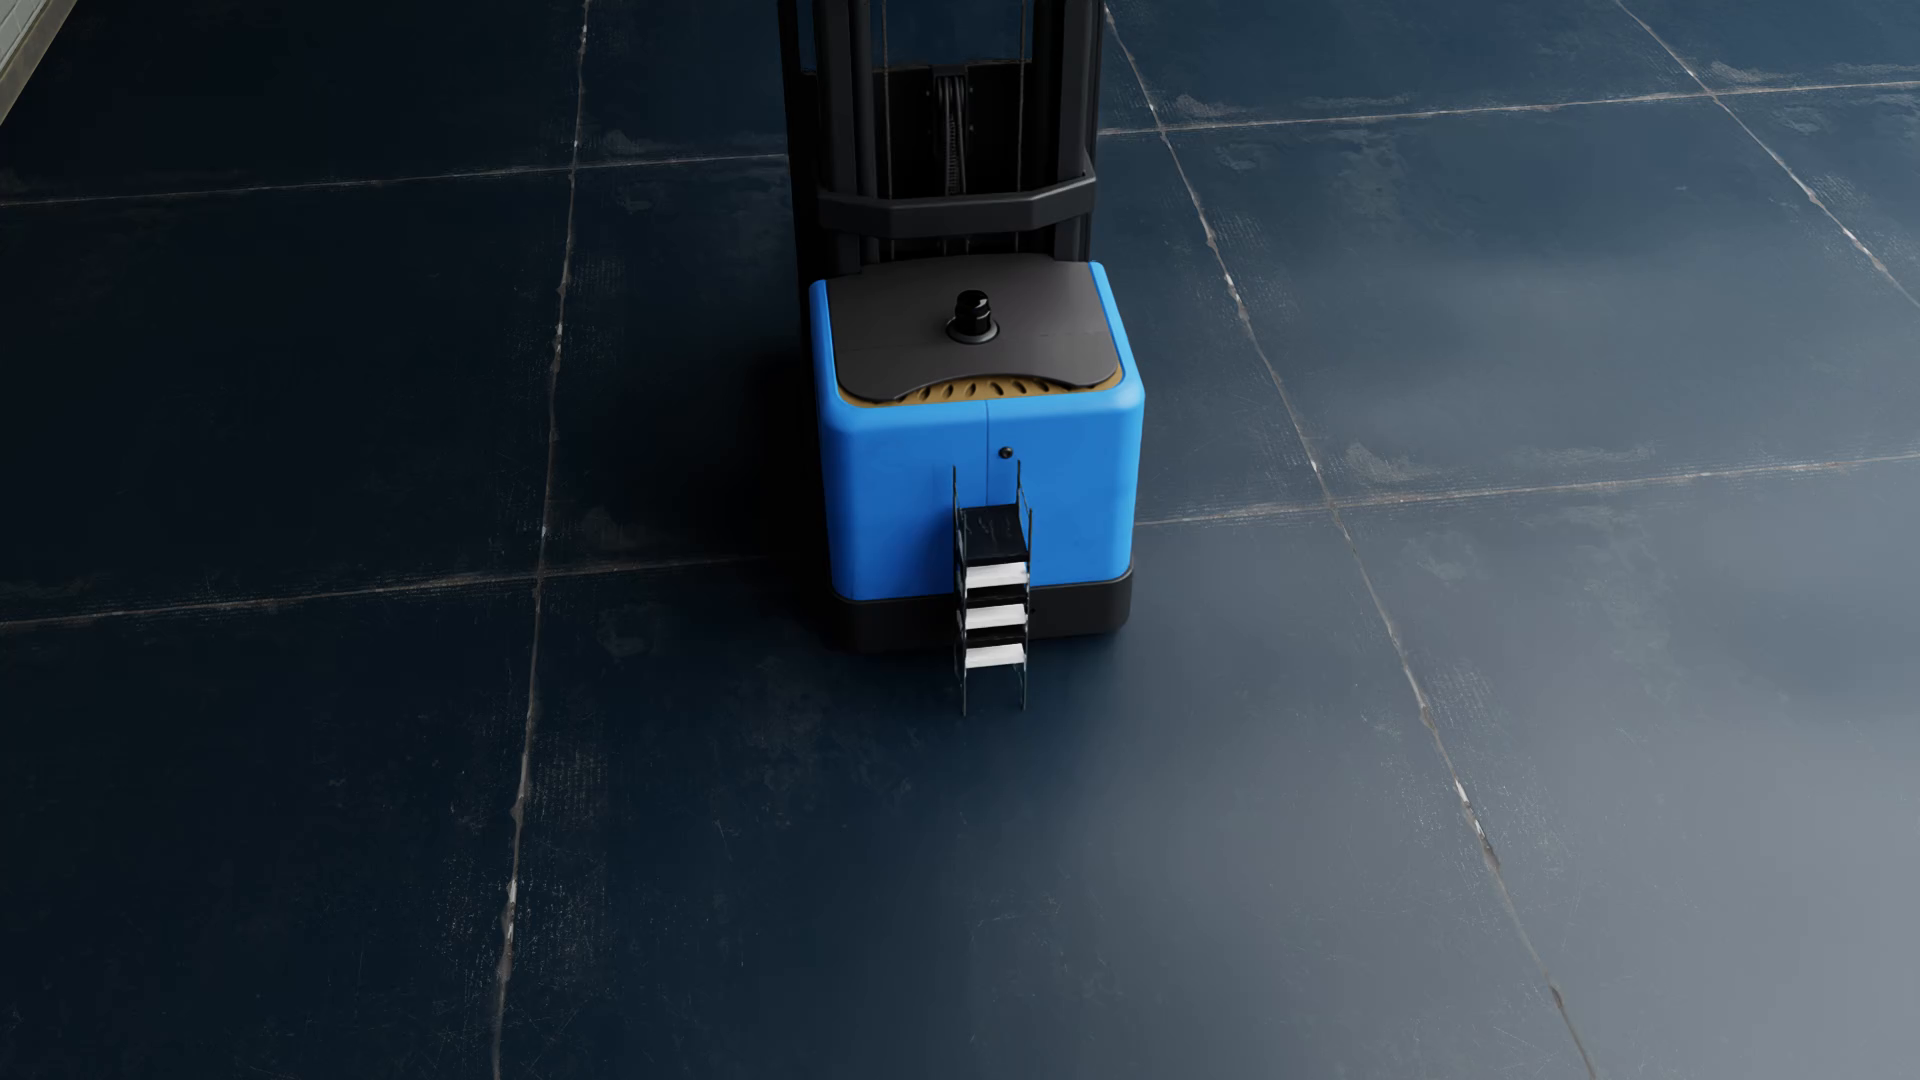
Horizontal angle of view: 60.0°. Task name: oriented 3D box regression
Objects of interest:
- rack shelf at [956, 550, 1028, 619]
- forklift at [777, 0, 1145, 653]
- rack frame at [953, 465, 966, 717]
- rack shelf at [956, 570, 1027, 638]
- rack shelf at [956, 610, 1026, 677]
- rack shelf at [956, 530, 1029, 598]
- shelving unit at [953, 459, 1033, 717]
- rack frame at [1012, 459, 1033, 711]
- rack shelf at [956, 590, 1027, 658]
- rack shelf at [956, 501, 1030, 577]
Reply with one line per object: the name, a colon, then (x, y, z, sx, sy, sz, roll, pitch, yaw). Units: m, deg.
rack shelf: (0.099, 0.130, 5.350, 0.200, 0.077, 0.258, -5, 42, -6)
forklift: (-0.092, -1.686, 5.931, 1.130, 2.935, 3.031, -5, 42, -5)
rack frame: (-0.002, 0.181, 5.377, 0.006, 0.900, 0.240, -5, 42, -6)
rack shelf: (0.099, 0.196, 5.410, 0.200, 0.077, 0.258, -5, 42, -6)
rack shelf: (0.099, 0.330, 5.531, 0.200, 0.077, 0.258, -5, 42, -6)
rack shelf: (0.099, 0.063, 5.289, 0.200, 0.077, 0.258, -5, 42, -6)
shelving unit: (0.099, 0.172, 5.388, 0.210, 0.900, 0.258, -5, 42, -6)
rack frame: (0.200, 0.162, 5.398, 0.006, 0.900, 0.240, -5, 42, -6)
rack shelf: (0.099, 0.263, 5.470, 0.200, 0.077, 0.258, -5, 42, -6)
rack shelf: (0.099, -0.004, 5.229, 0.200, 0.077, 0.258, -5, 42, -6)
